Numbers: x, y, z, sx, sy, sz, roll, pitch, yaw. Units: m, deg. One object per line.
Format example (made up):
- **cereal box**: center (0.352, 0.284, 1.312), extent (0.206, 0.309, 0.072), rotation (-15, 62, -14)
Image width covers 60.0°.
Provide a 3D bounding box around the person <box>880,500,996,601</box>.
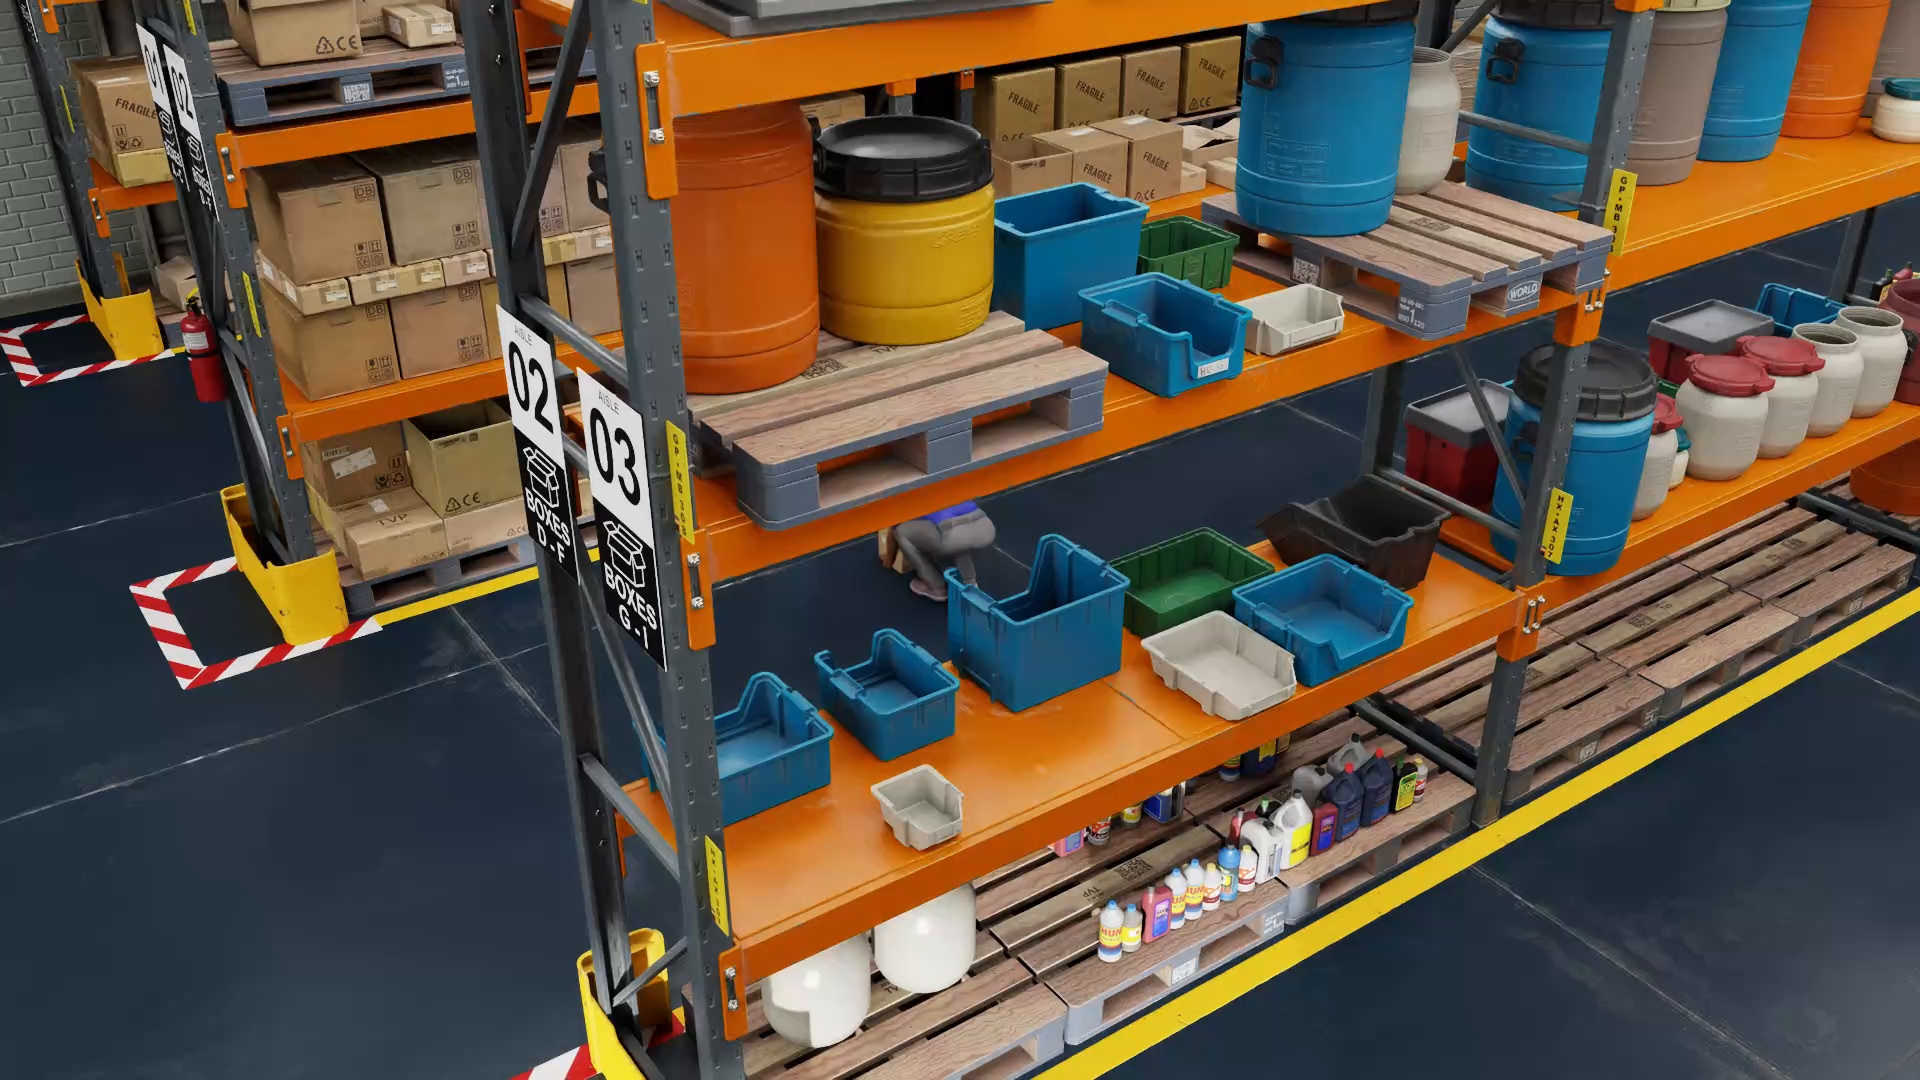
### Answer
- **person**: center (-0.156, -0.067, 9.728), extent (0.440, 0.759, 0.846), rotation (-20, 34, -32)
